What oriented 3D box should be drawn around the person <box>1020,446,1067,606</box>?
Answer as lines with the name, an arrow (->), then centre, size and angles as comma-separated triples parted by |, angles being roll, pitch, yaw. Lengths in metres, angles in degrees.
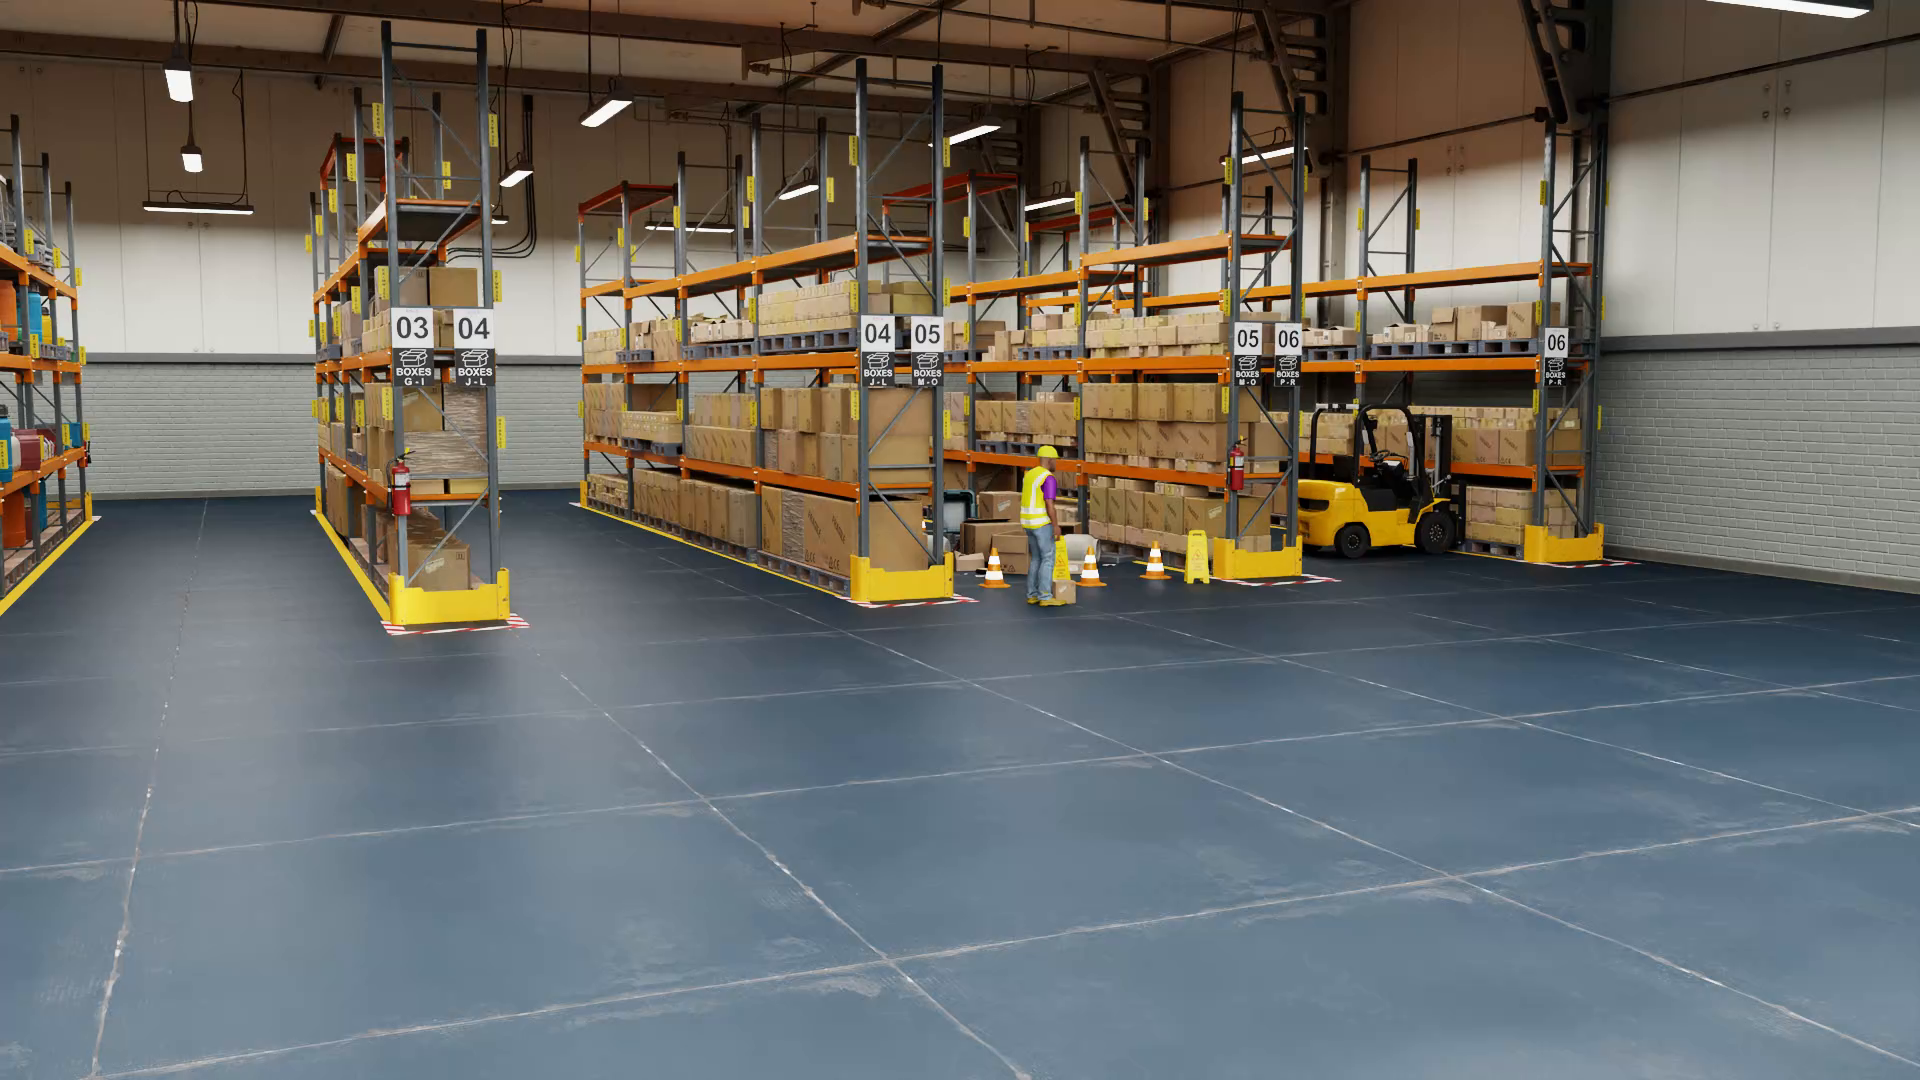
person -> 0.923, -0.166, 18.440 | 0.462, 1.760, 0.635 | -2, 6, -25
